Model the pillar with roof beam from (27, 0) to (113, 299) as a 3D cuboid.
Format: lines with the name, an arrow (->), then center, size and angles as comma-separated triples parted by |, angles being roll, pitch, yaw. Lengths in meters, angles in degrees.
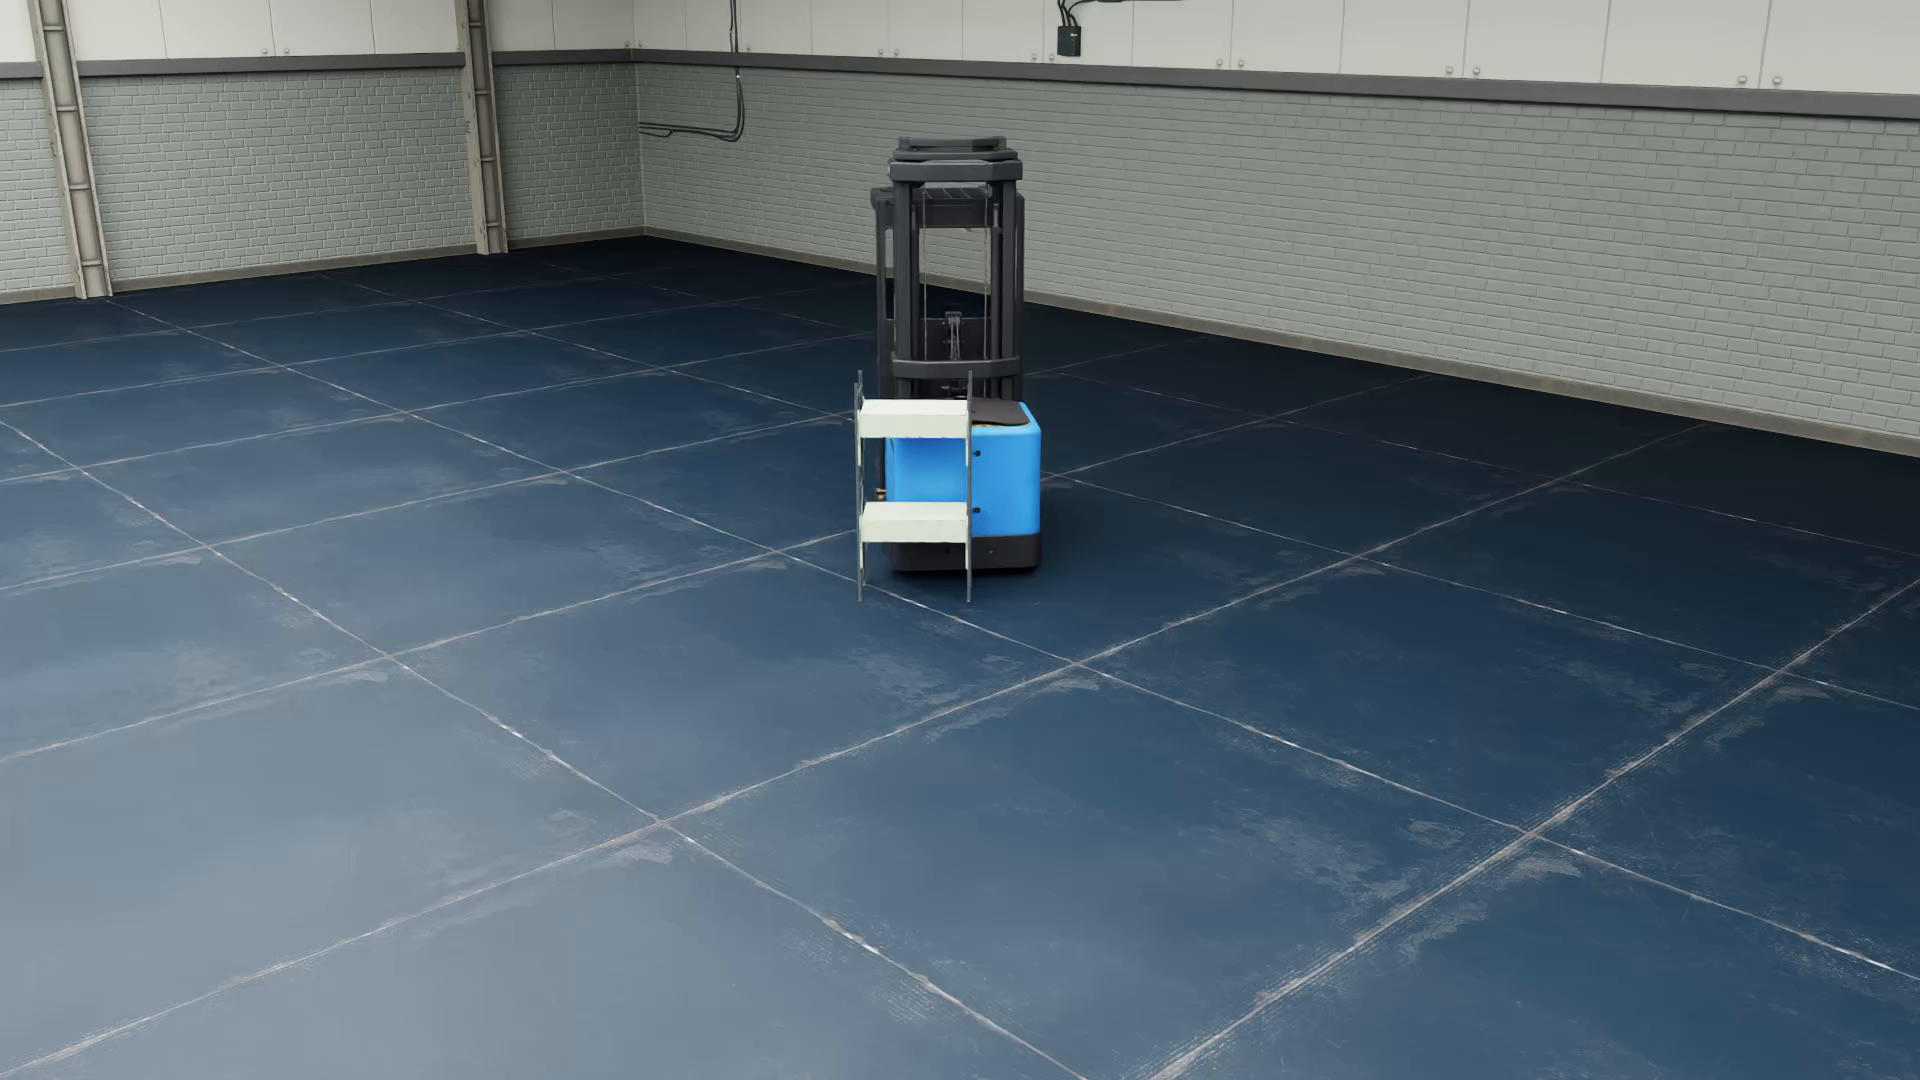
pillar with roof beam -> -8.920, -6.666, 18.453 | 0.400, 9.000, 9.100 | -16, 24, -41

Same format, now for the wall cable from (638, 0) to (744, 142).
wall cable -> -4.469, -7.753, 26.840 | 0.112, 2.526, 3.097 | -16, 24, -41

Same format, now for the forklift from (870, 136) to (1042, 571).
forklift -> -0.101, -1.586, 12.623 | 1.130, 2.935, 3.031 | -2, 18, -6

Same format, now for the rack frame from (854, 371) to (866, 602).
rack frame -> -0.669, -0.358, 11.156 | 0.023, 1.500, 0.400 | 0, 18, 1

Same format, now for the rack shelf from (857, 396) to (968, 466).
rack shelf -> -0.303, -0.727, 11.030 | 0.720, 0.370, 0.431 | 0, 18, 1

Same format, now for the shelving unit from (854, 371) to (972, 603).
shelving unit -> -0.303, -0.356, 11.150 | 0.755, 1.500, 0.431 | 0, 18, 1

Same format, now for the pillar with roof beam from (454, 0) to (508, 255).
pillar with roof beam -> -4.561, -7.937, 22.374 | 0.400, 9.000, 9.100 | -16, 24, -41

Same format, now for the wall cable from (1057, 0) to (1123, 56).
wall cable -> 2.042, -8.717, 19.265 | 0.169, 6.003, 2.305 | -16, 24, -41

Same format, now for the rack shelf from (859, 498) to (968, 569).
rack shelf -> -0.303, -0.046, 11.251 | 0.720, 0.370, 0.431 | 0, 18, 1

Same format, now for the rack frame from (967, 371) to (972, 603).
rack frame -> 0.063, -0.354, 11.145 | 0.023, 1.500, 0.400 | 0, 18, 1
